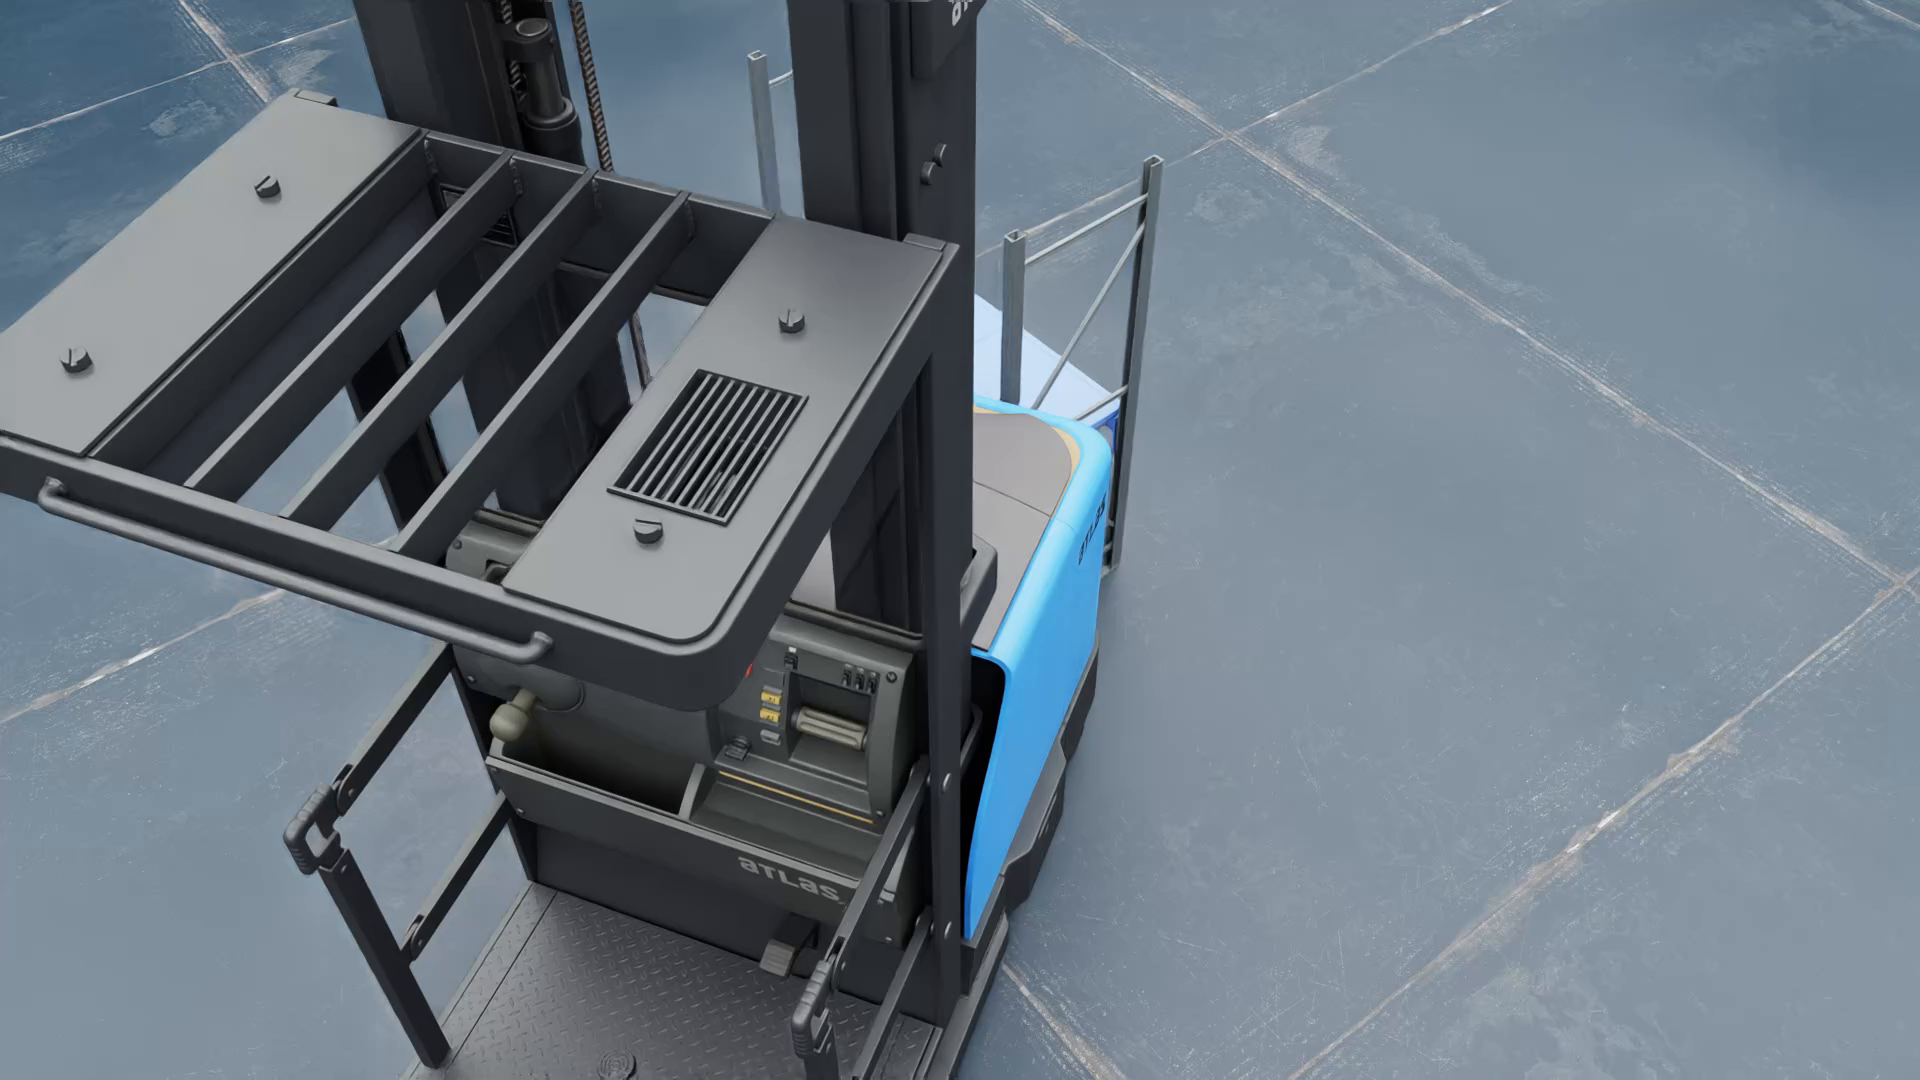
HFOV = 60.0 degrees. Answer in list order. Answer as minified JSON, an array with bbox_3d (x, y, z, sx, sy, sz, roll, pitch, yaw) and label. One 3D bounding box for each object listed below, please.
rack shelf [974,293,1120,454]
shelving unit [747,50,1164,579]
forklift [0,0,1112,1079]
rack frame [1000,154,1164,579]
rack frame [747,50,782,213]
[{"bbox_3d":[-0.031,-0.479,4.915,0.538,0.185,1.000,-33,56,-26],"label":"rack shelf"},{"bbox_3d":[-0.031,-0.600,4.782,0.538,1.500,1.048,-33,56,-26],"label":"shelving unit"},{"bbox_3d":[-0.614,0.359,2.946,1.130,2.935,3.031,16,50,14],"label":"forklift"},{"bbox_3d":[0.300,-0.315,4.523,0.500,1.500,0.032,-33,56,-26],"label":"rack frame"},{"bbox_3d":[-0.363,-0.885,5.040,0.500,1.500,0.032,-33,56,-26],"label":"rack frame"}]
